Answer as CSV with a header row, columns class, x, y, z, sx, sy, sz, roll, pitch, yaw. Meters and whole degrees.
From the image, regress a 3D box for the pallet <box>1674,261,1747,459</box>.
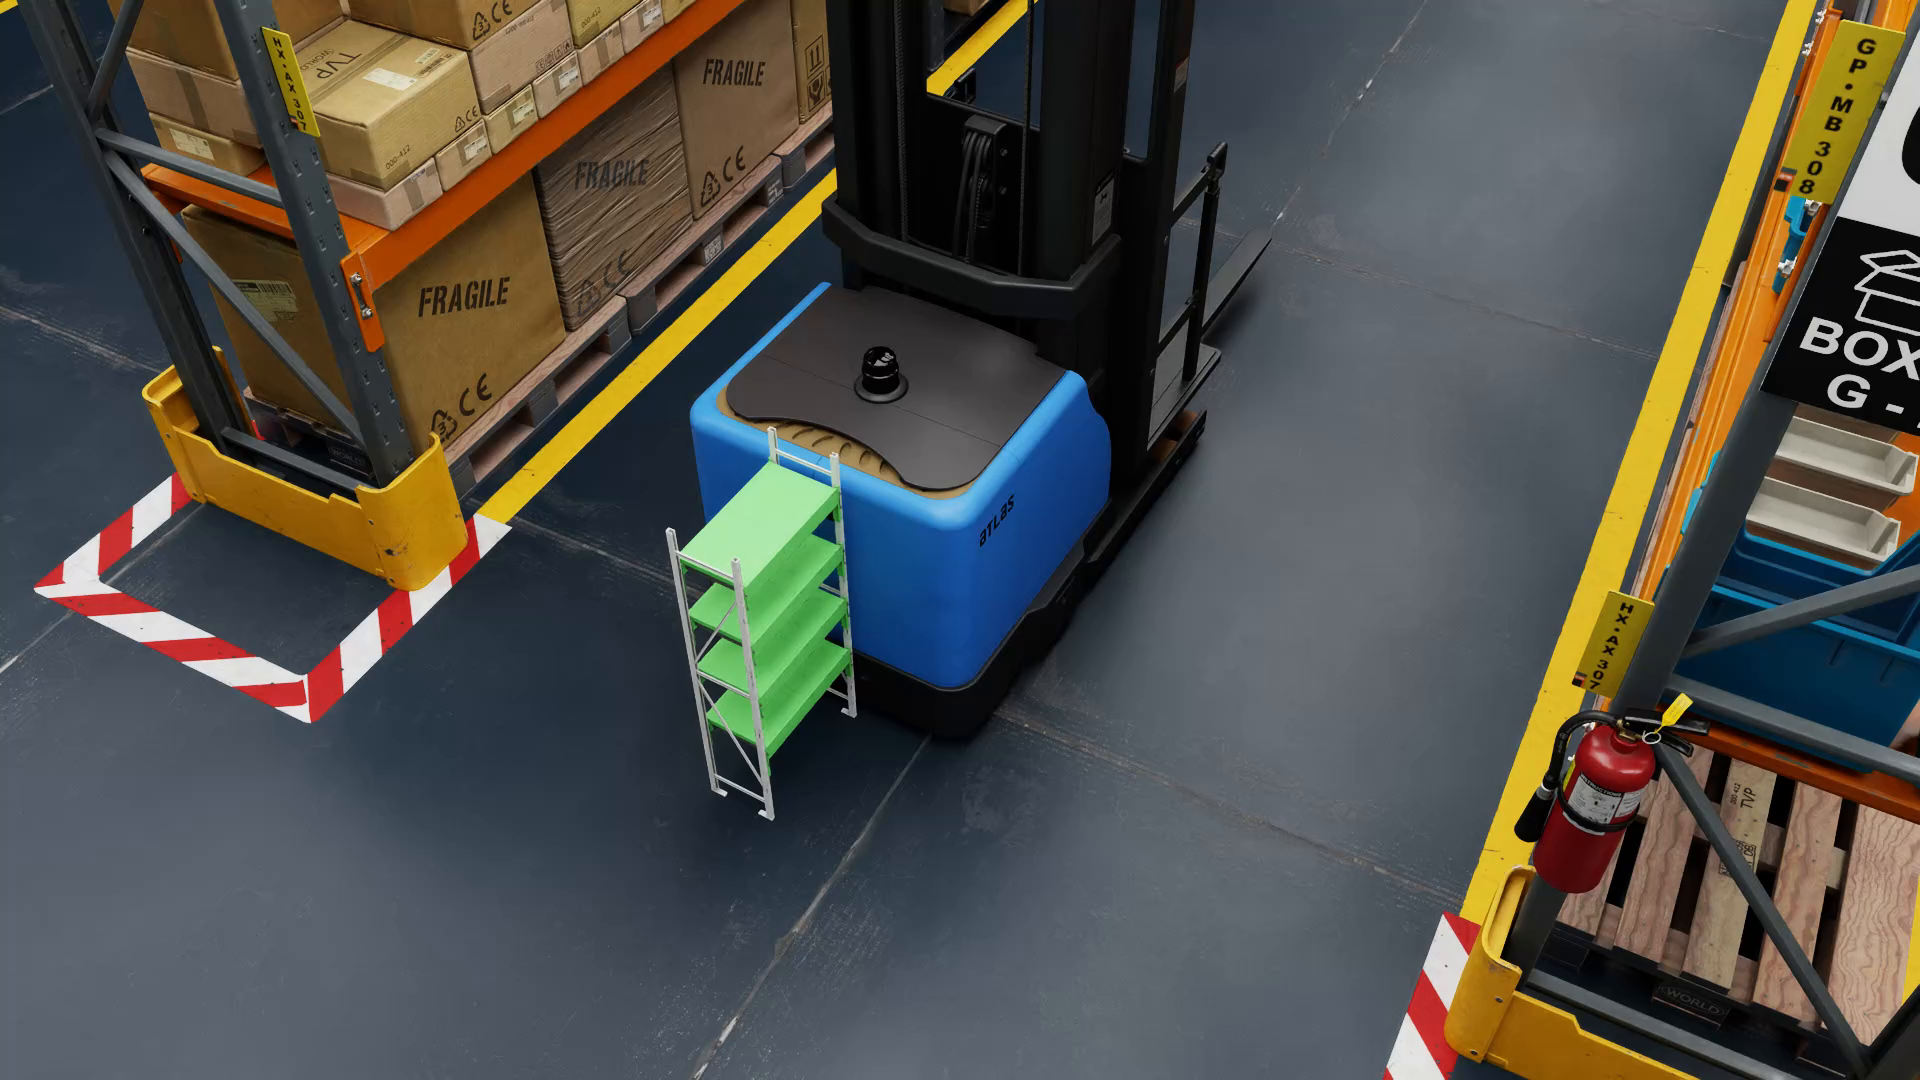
class,x,y,z,sx,sy,sz,roll,pitch,yaw
pallet,3.530,-0.594,6.689,1.003,0.211,1.213,20,49,19

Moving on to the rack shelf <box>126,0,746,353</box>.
class,x,y,z,sx,sy,sz,roll,pitch,yaw
rack shelf,-1.479,-2.173,6.794,1.077,0.370,4.000,20,49,19

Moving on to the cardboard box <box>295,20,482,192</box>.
class,x,y,z,sx,sy,sz,roll,pitch,yaw
cardboard box,-1.945,-1.431,5.451,0.500,0.250,0.500,19,48,18

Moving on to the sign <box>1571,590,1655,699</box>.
class,x,y,z,sx,sy,sz,roll,pitch,yaw
sign,1.485,0.241,3.788,0.100,0.325,0.005,20,49,19

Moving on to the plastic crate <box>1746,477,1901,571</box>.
class,x,y,z,sx,sy,sz,roll,pitch,yaw
plastic crate,2.198,-0.032,4.316,0.396,0.136,0.243,20,49,19

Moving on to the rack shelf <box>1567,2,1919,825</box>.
class,x,y,z,sx,sy,sz,roll,pitch,yaw
rack shelf,2.908,-0.537,5.178,1.077,0.370,4.000,20,49,19

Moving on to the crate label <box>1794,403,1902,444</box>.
class,x,y,z,sx,sy,sz,roll,pitch,yaw
crate label,2.453,-0.394,4.673,0.396,0.136,0.243,20,49,19

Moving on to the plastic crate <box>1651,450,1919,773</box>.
class,x,y,z,sx,sy,sz,roll,pitch,yaw
plastic crate,1.970,0.164,3.912,0.616,0.435,0.499,20,49,19

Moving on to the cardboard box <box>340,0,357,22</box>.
class,x,y,z,sx,sy,sz,roll,pitch,yaw
cardboard box,-2.181,-1.930,5.944,0.500,0.250,0.500,20,49,18

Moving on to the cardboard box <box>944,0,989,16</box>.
class,x,y,z,sx,sy,sz,roll,pitch,yaw
cardboard box,-0.271,-3.496,8.795,1.225,0.875,0.875,21,49,19

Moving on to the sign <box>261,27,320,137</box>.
class,x,y,z,sx,sy,sz,roll,pitch,yaw
sign,-1.919,-1.311,4.772,0.100,0.325,0.005,20,49,19

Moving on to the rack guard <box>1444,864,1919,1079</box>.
class,x,y,z,sx,sy,sz,roll,pitch,yaw
rack guard,1.980,1.368,4.547,1.175,0.500,0.348,20,49,19

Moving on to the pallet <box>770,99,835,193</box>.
class,x,y,z,sx,sy,sz,roll,pitch,yaw
pallet,-0.973,-2.252,8.327,1.003,0.211,1.213,20,49,19

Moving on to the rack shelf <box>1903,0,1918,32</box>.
class,x,y,z,sx,sy,sz,roll,pitch,yaw
rack shelf,2.908,-1.660,4.041,0.919,0.124,3.809,20,49,19

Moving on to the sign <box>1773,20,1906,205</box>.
class,x,y,z,sx,sy,sz,roll,pitch,yaw
sign,1.485,-0.719,2.817,0.100,0.325,0.005,20,49,19

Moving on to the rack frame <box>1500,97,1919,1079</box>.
class,x,y,z,sx,sy,sz,roll,pitch,yaw
rack frame,1.980,0.470,3.677,1.000,3.000,0.127,20,49,19

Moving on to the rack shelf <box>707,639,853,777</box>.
class,x,y,z,sx,sy,sz,roll,pitch,yaw
rack shelf,-0.582,0.499,5.340,0.258,0.148,0.480,23,50,21

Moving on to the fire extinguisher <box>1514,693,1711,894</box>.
class,x,y,z,sx,sy,sz,roll,pitch,yaw
fire extinguisher,1.507,0.573,3.891,0.296,0.674,0.183,20,49,19

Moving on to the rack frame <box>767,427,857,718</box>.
class,x,y,z,sx,sy,sz,roll,pitch,yaw
rack frame,-0.459,0.136,5.272,0.240,1.200,0.015,23,50,21

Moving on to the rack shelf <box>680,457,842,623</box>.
class,x,y,z,sx,sy,sz,roll,pitch,yaw
rack shelf,-0.582,-0.007,4.828,0.258,0.148,0.480,23,50,21

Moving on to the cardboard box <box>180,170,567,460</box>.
class,x,y,z,sx,sy,sz,roll,pitch,yaw
cardboard box,-2.181,-0.996,6.324,0.875,0.875,0.875,20,49,19

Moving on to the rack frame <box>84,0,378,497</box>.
class,x,y,z,sx,sy,sz,roll,pitch,yaw
rack frame,-2.410,-1.167,5.294,0.949,2.616,0.053,20,49,19

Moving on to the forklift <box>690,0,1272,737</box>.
class,x,y,z,sx,sy,sz,roll,pitch,yaw
forklift,0.316,-1.416,5.589,1.130,2.935,3.031,22,49,21

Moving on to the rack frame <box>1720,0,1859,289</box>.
class,x,y,z,sx,sy,sz,roll,pitch,yaw
rack frame,3.836,-2.050,6.167,1.000,3.000,0.127,20,49,19

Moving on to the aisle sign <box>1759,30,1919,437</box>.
class,x,y,z,sx,sy,sz,roll,pitch,yaw
aisle sign,1.687,-0.495,2.803,0.394,0.787,0.004,20,49,19

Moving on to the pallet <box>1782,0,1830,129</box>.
class,x,y,z,sx,sy,sz,roll,pitch,yaw
pallet,4.797,-2.314,8.388,1.003,0.211,1.213,20,49,19

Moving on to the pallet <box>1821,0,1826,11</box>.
class,x,y,z,sx,sy,sz,roll,pitch,yaw
pallet,5.364,-3.079,9.145,1.003,0.211,1.213,20,49,19

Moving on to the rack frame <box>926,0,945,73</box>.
class,x,y,z,sx,sy,sz,roll,pitch,yaw
rack frame,-0.550,-3.685,7.783,1.000,3.000,0.127,20,49,19

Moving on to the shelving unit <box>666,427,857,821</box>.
class,x,y,z,sx,sy,sz,roll,pitch,yaw
shelving unit,-0.582,0.286,5.124,0.258,1.200,0.503,23,50,21

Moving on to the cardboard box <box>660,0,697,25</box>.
class,x,y,z,sx,sy,sz,roll,pitch,yaw
cardboard box,-1.237,-2.161,6.454,0.380,0.149,0.250,19,48,18

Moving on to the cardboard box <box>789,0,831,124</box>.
class,x,y,z,sx,sy,sz,roll,pitch,yaw
cardboard box,-0.928,-2.697,8.005,0.875,0.875,0.875,20,49,19

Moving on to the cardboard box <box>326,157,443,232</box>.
class,x,y,z,sx,sy,sz,roll,pitch,yaw
cardboard box,-1.950,-1.192,5.496,0.380,0.149,0.250,21,49,19

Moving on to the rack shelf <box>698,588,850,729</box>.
class,x,y,z,sx,sy,sz,roll,pitch,yaw
rack shelf,-0.582,0.331,5.170,0.258,0.148,0.480,23,50,21

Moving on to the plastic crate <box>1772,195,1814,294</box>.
class,x,y,z,sx,sy,sz,roll,pitch,yaw
plastic crate,2.706,-0.871,5.077,0.416,0.233,0.300,20,49,19

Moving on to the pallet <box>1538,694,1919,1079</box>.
class,x,y,z,sx,sy,sz,roll,pitch,yaw
pallet,2.397,0.943,5.169,1.003,0.211,1.213,20,49,19

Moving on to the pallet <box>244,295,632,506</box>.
class,x,y,z,sx,sy,sz,roll,pitch,yaw
pallet,-2.105,-0.715,6.808,1.003,0.211,1.213,20,49,19

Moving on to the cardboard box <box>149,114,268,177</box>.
class,x,y,z,sx,sy,sz,roll,pitch,yaw
cardboard box,-2.534,-1.410,5.712,0.380,0.149,0.250,21,49,20

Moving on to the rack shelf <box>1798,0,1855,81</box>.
class,x,y,z,sx,sy,sz,roll,pitch,yaw
rack shelf,4.765,-3.057,7.668,1.077,0.370,4.000,20,49,19

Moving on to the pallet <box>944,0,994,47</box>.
class,x,y,z,sx,sy,sz,roll,pitch,yaw
pallet,-0.259,-3.216,9.280,1.003,0.211,1.213,20,49,19

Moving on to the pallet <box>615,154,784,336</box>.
class,x,y,z,sx,sy,sz,roll,pitch,yaw
pallet,-1.538,-1.481,7.565,1.003,0.211,1.213,20,49,19

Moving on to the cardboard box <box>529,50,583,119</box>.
class,x,y,z,sx,sy,sz,roll,pitch,yaw
cardboard box,-1.594,-1.680,5.978,0.380,0.149,0.250,20,49,18

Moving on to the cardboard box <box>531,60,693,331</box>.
class,x,y,z,sx,sy,sz,roll,pitch,yaw
cardboard box,-1.759,-1.569,6.891,0.875,0.875,0.875,20,49,19

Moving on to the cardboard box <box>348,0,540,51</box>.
class,x,y,z,sx,sy,sz,roll,pitch,yaw
cardboard box,-1.713,-2.009,5.496,0.500,0.500,0.500,19,48,18

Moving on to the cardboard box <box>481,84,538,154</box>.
class,x,y,z,sx,sy,sz,roll,pitch,yaw
cardboard box,-1.714,-1.515,5.815,0.380,0.149,0.250,19,48,18

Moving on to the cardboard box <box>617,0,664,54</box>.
class,x,y,z,sx,sy,sz,roll,pitch,yaw
cardboard box,-1.355,-2.003,6.297,0.380,0.149,0.250,20,49,19

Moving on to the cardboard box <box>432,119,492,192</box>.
class,x,y,z,sx,sy,sz,roll,pitch,yaw
cardboard box,-1.832,-1.354,5.656,0.380,0.149,0.250,20,49,18

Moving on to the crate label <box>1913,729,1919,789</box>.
class,x,y,z,sx,sy,sz,roll,pitch,yaw
crate label,2.386,0.461,3.761,0.416,0.233,0.303,20,49,19

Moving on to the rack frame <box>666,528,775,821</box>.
class,x,y,z,sx,sy,sz,roll,pitch,yaw
rack frame,-0.705,0.435,4.976,0.240,1.200,0.015,23,50,21

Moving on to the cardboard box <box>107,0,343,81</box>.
class,x,y,z,sx,sy,sz,roll,pitch,yaw
cardboard box,-2.414,-1.875,5.363,0.500,0.500,0.500,21,49,20

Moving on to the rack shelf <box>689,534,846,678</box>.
class,x,y,z,sx,sy,sz,roll,pitch,yaw
rack shelf,-0.582,0.162,4.999,0.258,0.148,0.480,23,50,21

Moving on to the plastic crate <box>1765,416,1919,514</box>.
class,x,y,z,sx,sy,sz,roll,pitch,yaw
plastic crate,2.345,-0.210,4.492,0.396,0.136,0.243,20,49,19

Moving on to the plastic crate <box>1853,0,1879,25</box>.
class,x,y,z,sx,sy,sz,roll,pitch,yaw
plastic crate,3.200,-1.614,5.649,0.402,0.464,0.583,20,49,19
